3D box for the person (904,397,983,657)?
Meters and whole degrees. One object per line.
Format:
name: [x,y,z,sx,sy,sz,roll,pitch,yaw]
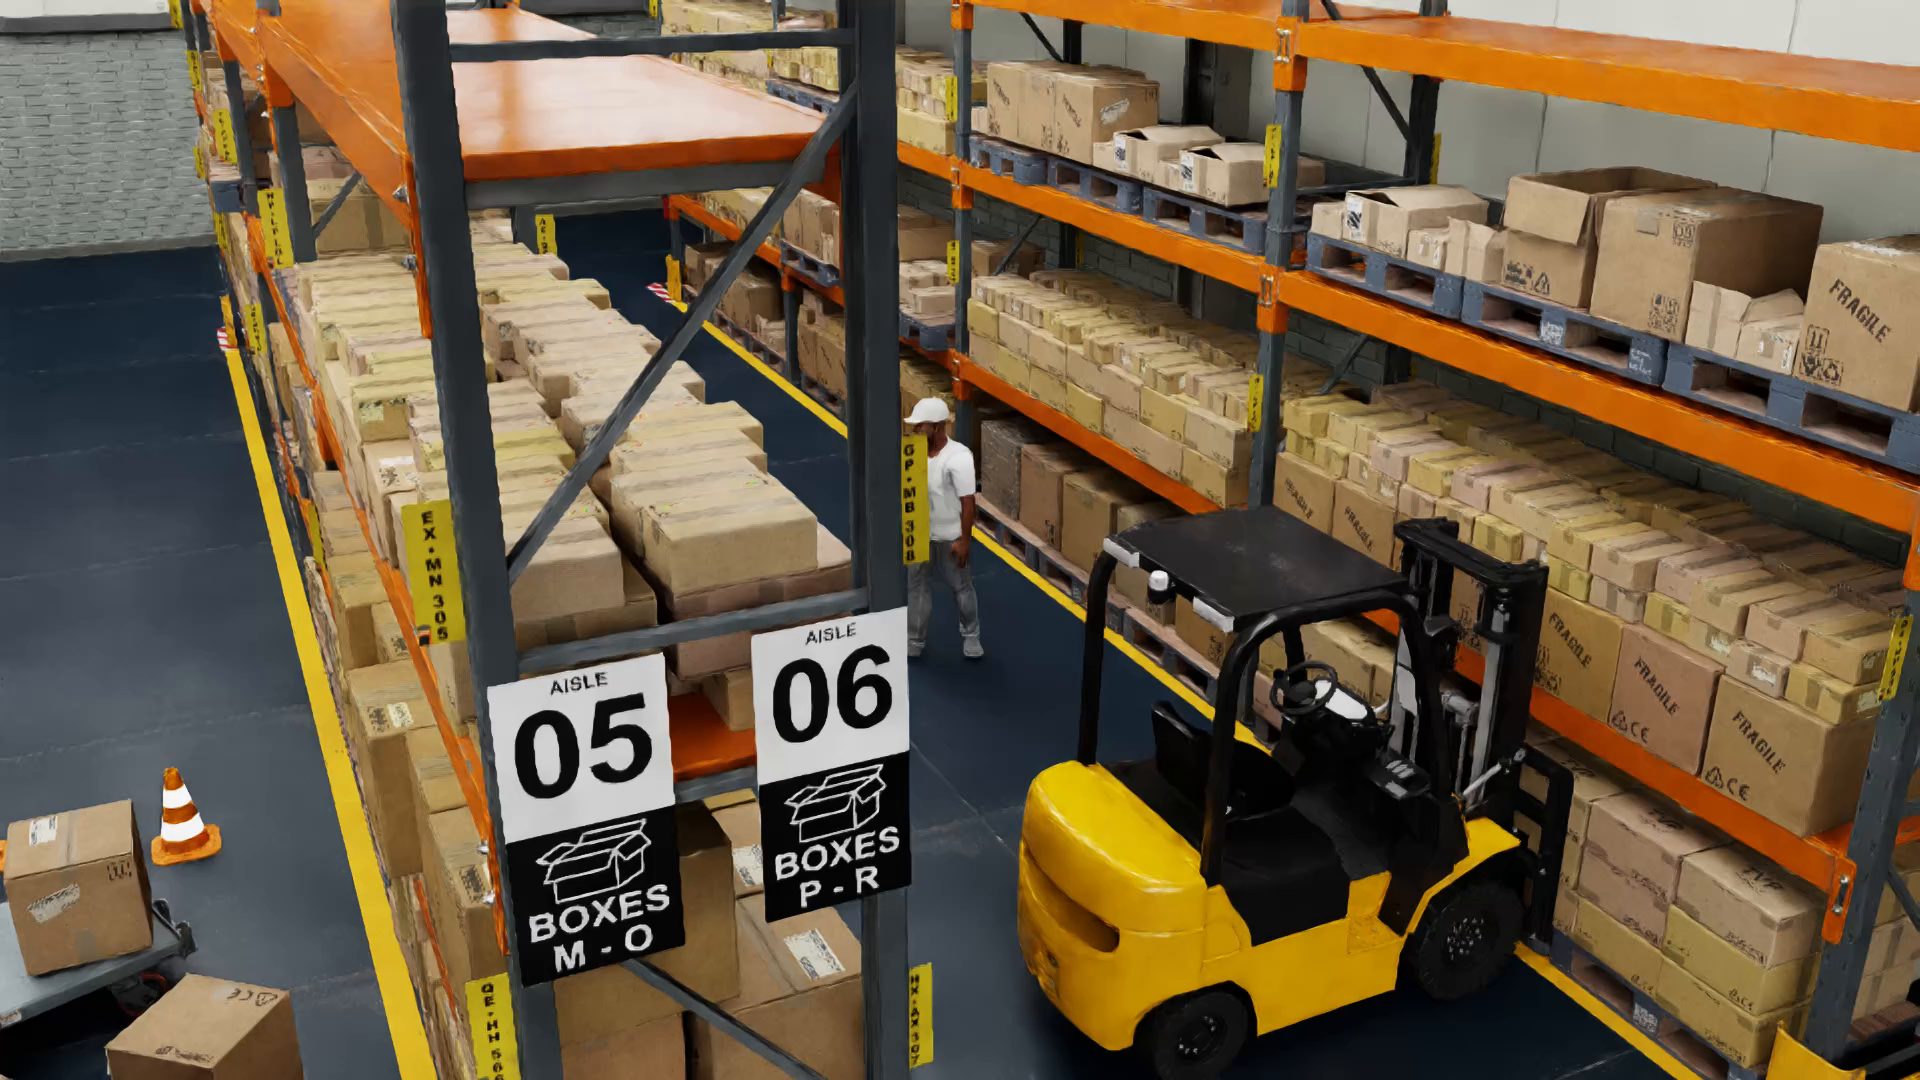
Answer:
person: [-0.192,-0.062,10.704,0.683,1.767,0.637,19,29,39]
